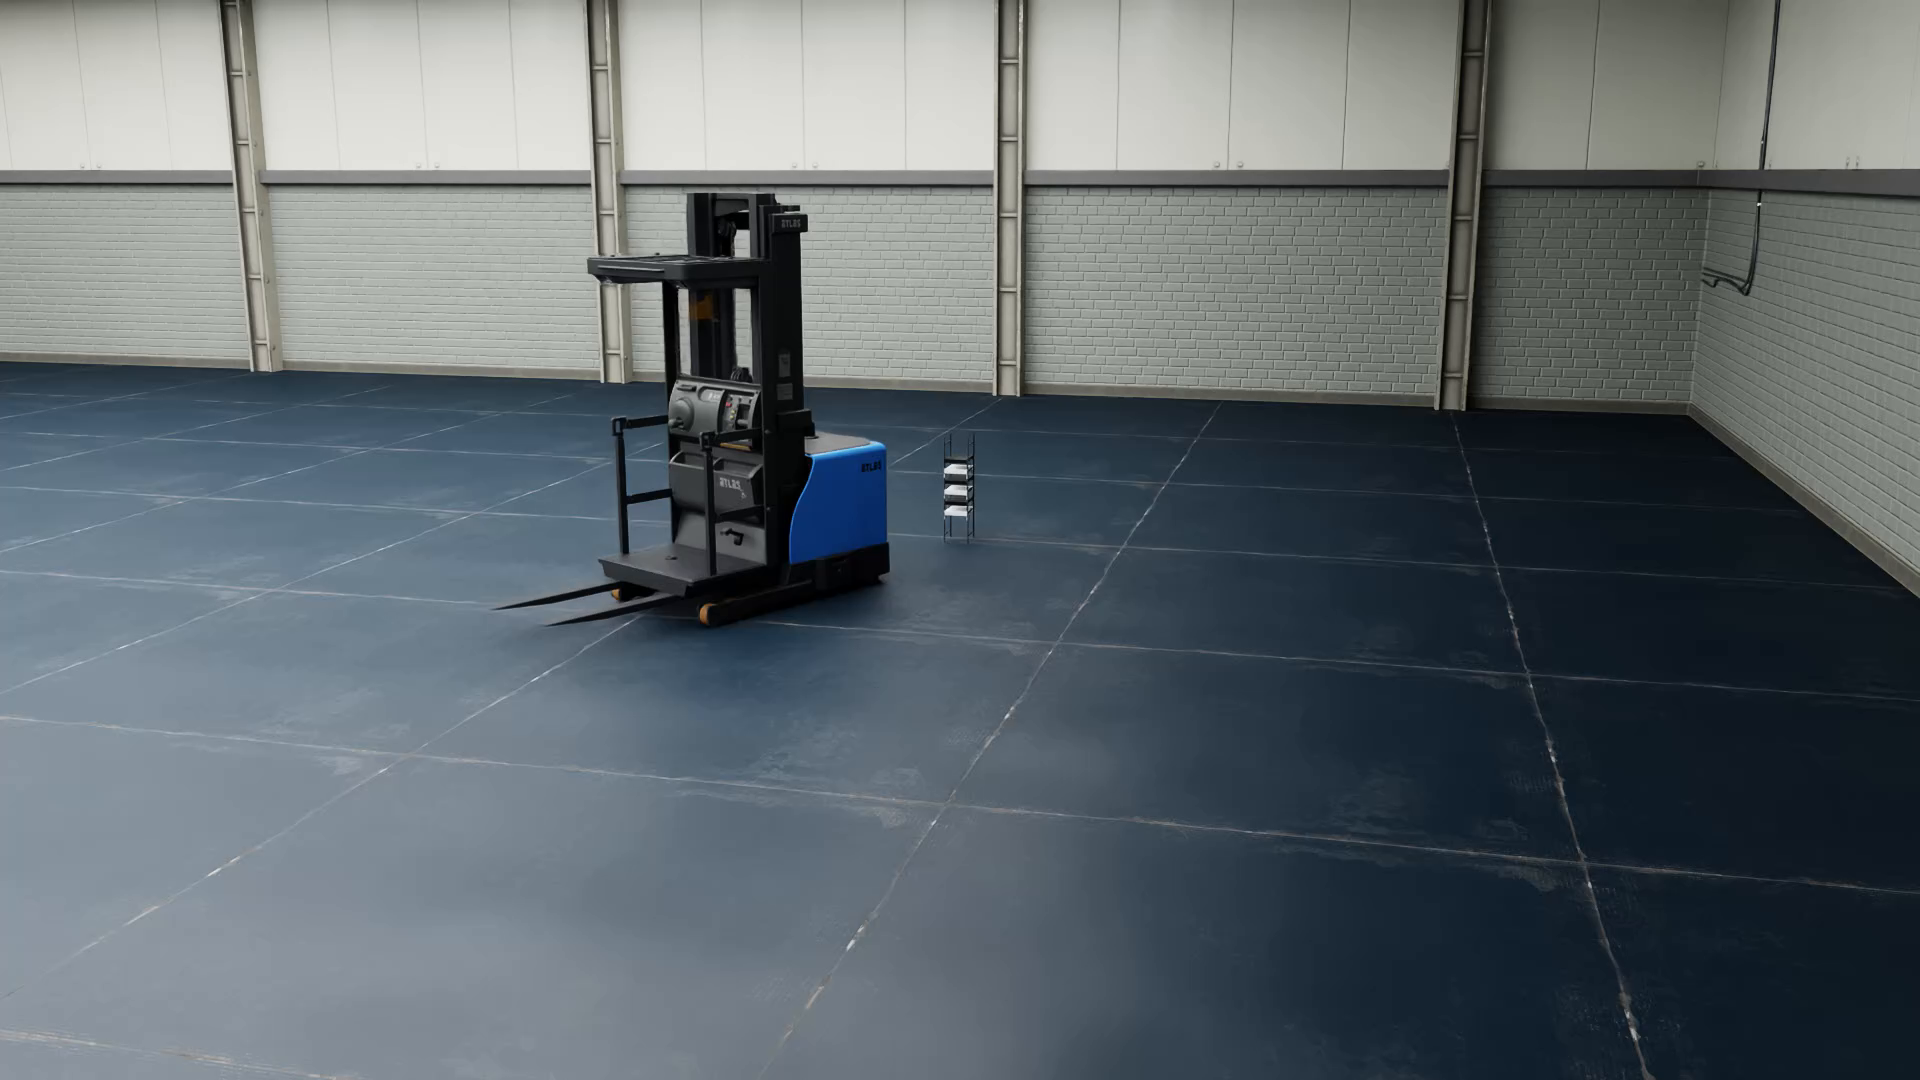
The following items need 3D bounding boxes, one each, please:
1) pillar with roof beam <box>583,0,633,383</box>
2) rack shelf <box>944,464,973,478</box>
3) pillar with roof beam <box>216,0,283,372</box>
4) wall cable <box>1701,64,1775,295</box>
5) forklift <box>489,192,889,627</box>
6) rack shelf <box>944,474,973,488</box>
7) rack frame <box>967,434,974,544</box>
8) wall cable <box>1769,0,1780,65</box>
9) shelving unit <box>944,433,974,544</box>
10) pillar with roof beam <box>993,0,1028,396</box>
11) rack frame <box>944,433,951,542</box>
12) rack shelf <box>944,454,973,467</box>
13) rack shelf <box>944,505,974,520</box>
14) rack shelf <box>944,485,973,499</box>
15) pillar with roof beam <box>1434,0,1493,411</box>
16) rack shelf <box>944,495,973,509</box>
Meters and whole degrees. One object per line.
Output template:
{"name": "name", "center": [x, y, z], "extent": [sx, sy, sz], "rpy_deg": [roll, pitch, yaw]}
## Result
{"name": "pillar with roof beam", "center": [-6.168, -5.858, 19.862], "extent": [0.400, 9.000, 9.100], "rpy_deg": [3, 13, 14]}
{"name": "rack shelf", "center": [-0.008, -0.583, 14.106], "extent": [0.200, 0.077, 0.258], "rpy_deg": [3, 13, 14]}
{"name": "pillar with roof beam", "center": [-11.994, -6.169, 21.265], "extent": [0.400, 9.000, 9.100], "rpy_deg": [3, 13, 14]}
{"name": "wall cable", "center": [9.057, -4.194, 19.529], "extent": [0.112, 2.526, 3.097], "rpy_deg": [3, 13, 14]}
{"name": "forklift", "center": [-1.904, -0.953, 11.763], "extent": [1.130, 2.935, 3.031], "rpy_deg": [11, 17, 41]}
{"name": "rack shelf", "center": [-0.008, -0.495, 14.126], "extent": [0.200, 0.077, 0.258], "rpy_deg": [3, 13, 14]}
{"name": "rack frame", "center": [0.091, -0.434, 14.114], "extent": [0.006, 0.900, 0.240], "rpy_deg": [3, 13, 14]}
{"name": "wall cable", "center": [8.409, -6.090, 16.418], "extent": [0.112, 2.526, 3.097], "rpy_deg": [3, 13, 14]}
{"name": "shelving unit", "center": [-0.008, -0.440, 14.138], "extent": [0.210, 0.900, 0.258], "rpy_deg": [3, 13, 14]}
{"name": "pillar with roof beam", "center": [-0.343, -5.547, 18.458], "extent": [0.400, 9.000, 9.100], "rpy_deg": [3, 13, 14]}
{"name": "rack frame", "center": [-0.107, -0.445, 14.162], "extent": [0.006, 0.900, 0.240], "rpy_deg": [3, 13, 14]}
{"name": "rack shelf", "center": [-0.008, -0.671, 14.087], "extent": [0.200, 0.077, 0.258], "rpy_deg": [3, 13, 14]}
{"name": "rack shelf", "center": [-0.008, -0.231, 14.184], "extent": [0.200, 0.077, 0.258], "rpy_deg": [3, 13, 14]}
{"name": "rack shelf", "center": [-0.008, -0.407, 14.145], "extent": [0.200, 0.077, 0.258], "rpy_deg": [3, 13, 14]}
{"name": "pillar with roof beam", "center": [5.482, -5.235, 17.055], "extent": [0.400, 9.000, 9.100], "rpy_deg": [3, 13, 14]}
{"name": "rack shelf", "center": [-0.008, -0.319, 14.165], "extent": [0.200, 0.077, 0.258], "rpy_deg": [3, 13, 14]}
